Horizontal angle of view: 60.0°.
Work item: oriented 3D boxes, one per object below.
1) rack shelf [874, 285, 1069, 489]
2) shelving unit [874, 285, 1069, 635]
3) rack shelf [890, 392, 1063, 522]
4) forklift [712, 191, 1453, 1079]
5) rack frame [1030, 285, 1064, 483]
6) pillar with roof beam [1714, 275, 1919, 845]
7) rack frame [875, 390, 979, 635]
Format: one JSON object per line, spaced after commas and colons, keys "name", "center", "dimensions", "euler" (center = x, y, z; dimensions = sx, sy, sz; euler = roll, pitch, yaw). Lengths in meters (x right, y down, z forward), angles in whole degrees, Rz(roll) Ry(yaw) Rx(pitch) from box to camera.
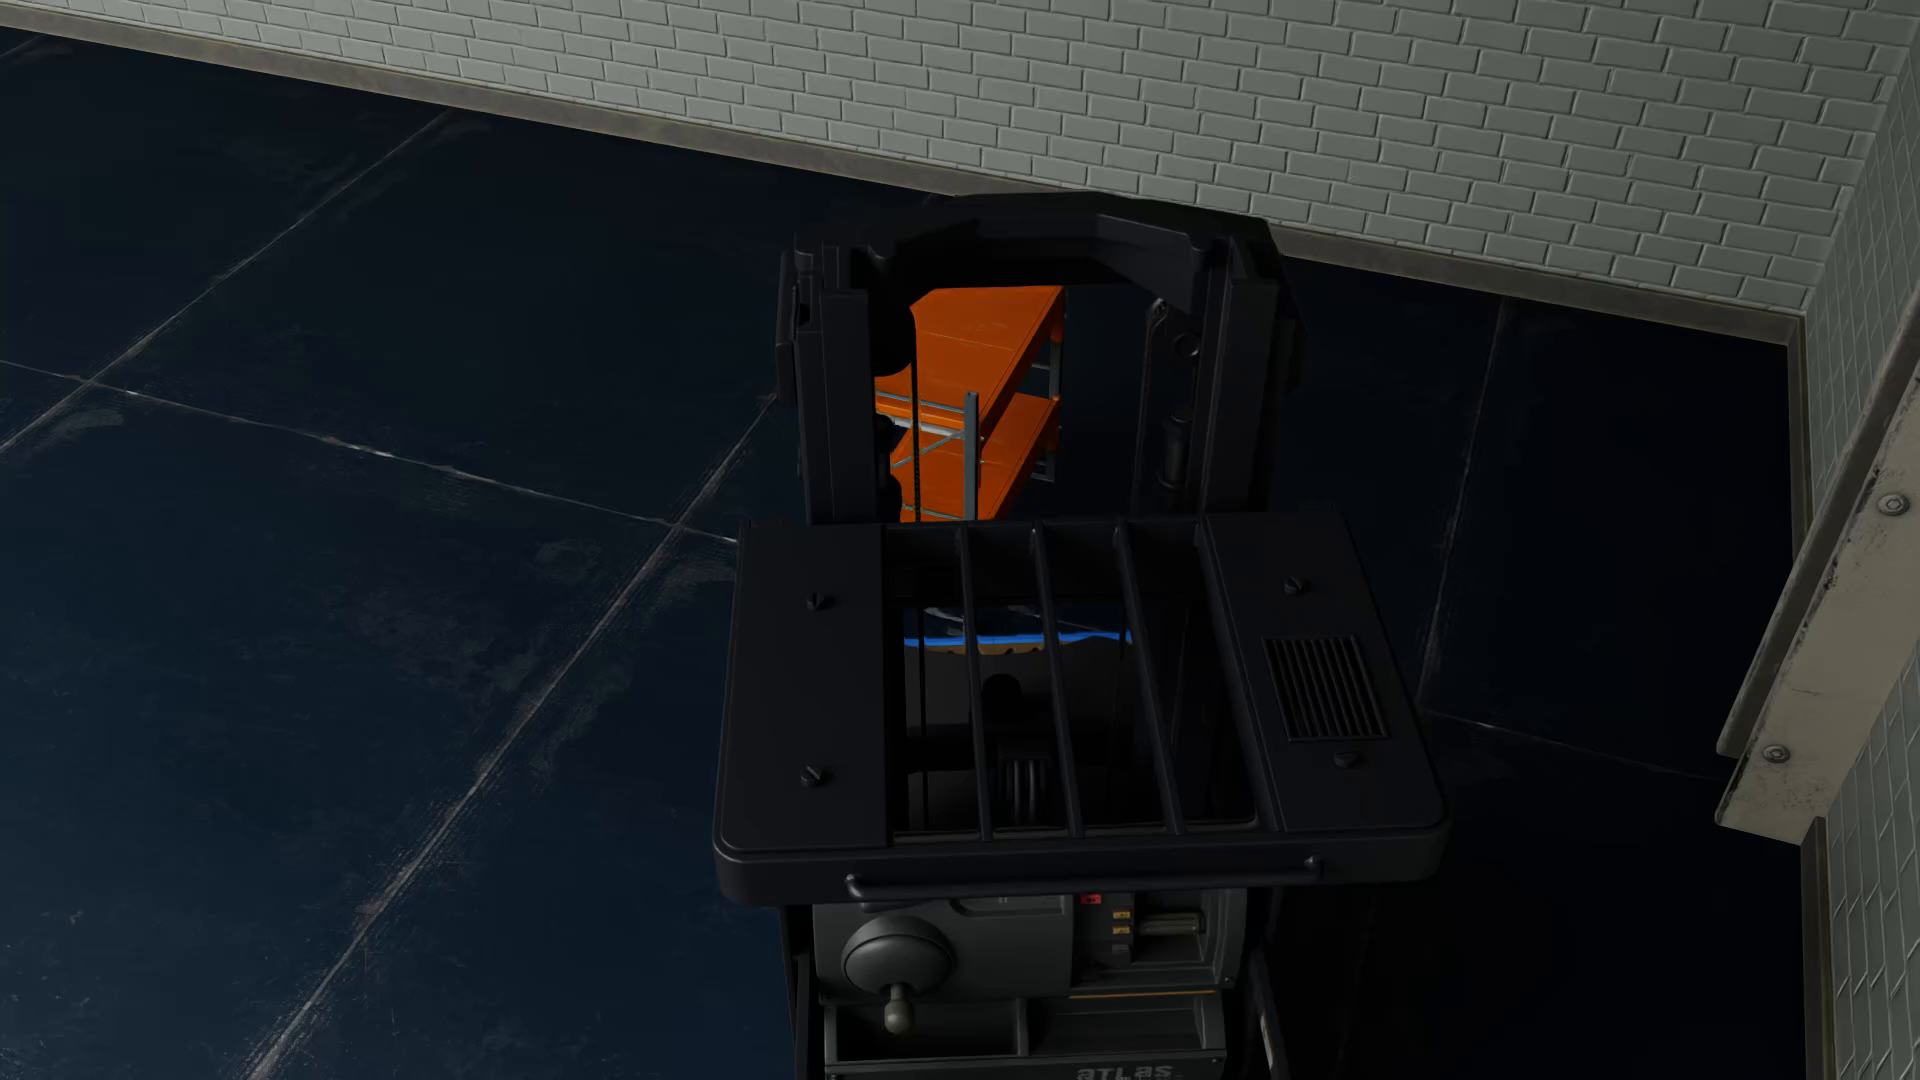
{"name": "rack shelf", "center": [-0.002, -0.646, 6.190], "dimensions": [0.538, 0.278, 1.000], "euler": [13, 42, 15]}
{"name": "shelving unit", "center": [-0.002, -0.424, 6.380], "dimensions": [0.538, 1.125, 1.048], "euler": [13, 42, 15]}
{"name": "rack shelf", "center": [-0.002, -0.238, 6.539], "dimensions": [0.538, 0.278, 1.000], "euler": [13, 42, 15]}
{"name": "forklift", "center": [0.164, 0.925, 3.408], "dimensions": [1.130, 2.935, 3.031], "euler": [-2, 41, -2]}
{"name": "rack frame", "center": [0.172, -0.734, 6.743], "dimensions": [0.500, 1.125, 0.032], "euler": [13, 42, 15]}
{"name": "pillar with roof beam", "center": [-1.280, -3.506, 3.926], "dimensions": [9.100, 9.000, 0.400], "euler": [13, 42, 15]}
{"name": "rack frame", "center": [-0.176, -0.114, 6.017], "dimensions": [0.500, 1.125, 0.032], "euler": [13, 42, 15]}
